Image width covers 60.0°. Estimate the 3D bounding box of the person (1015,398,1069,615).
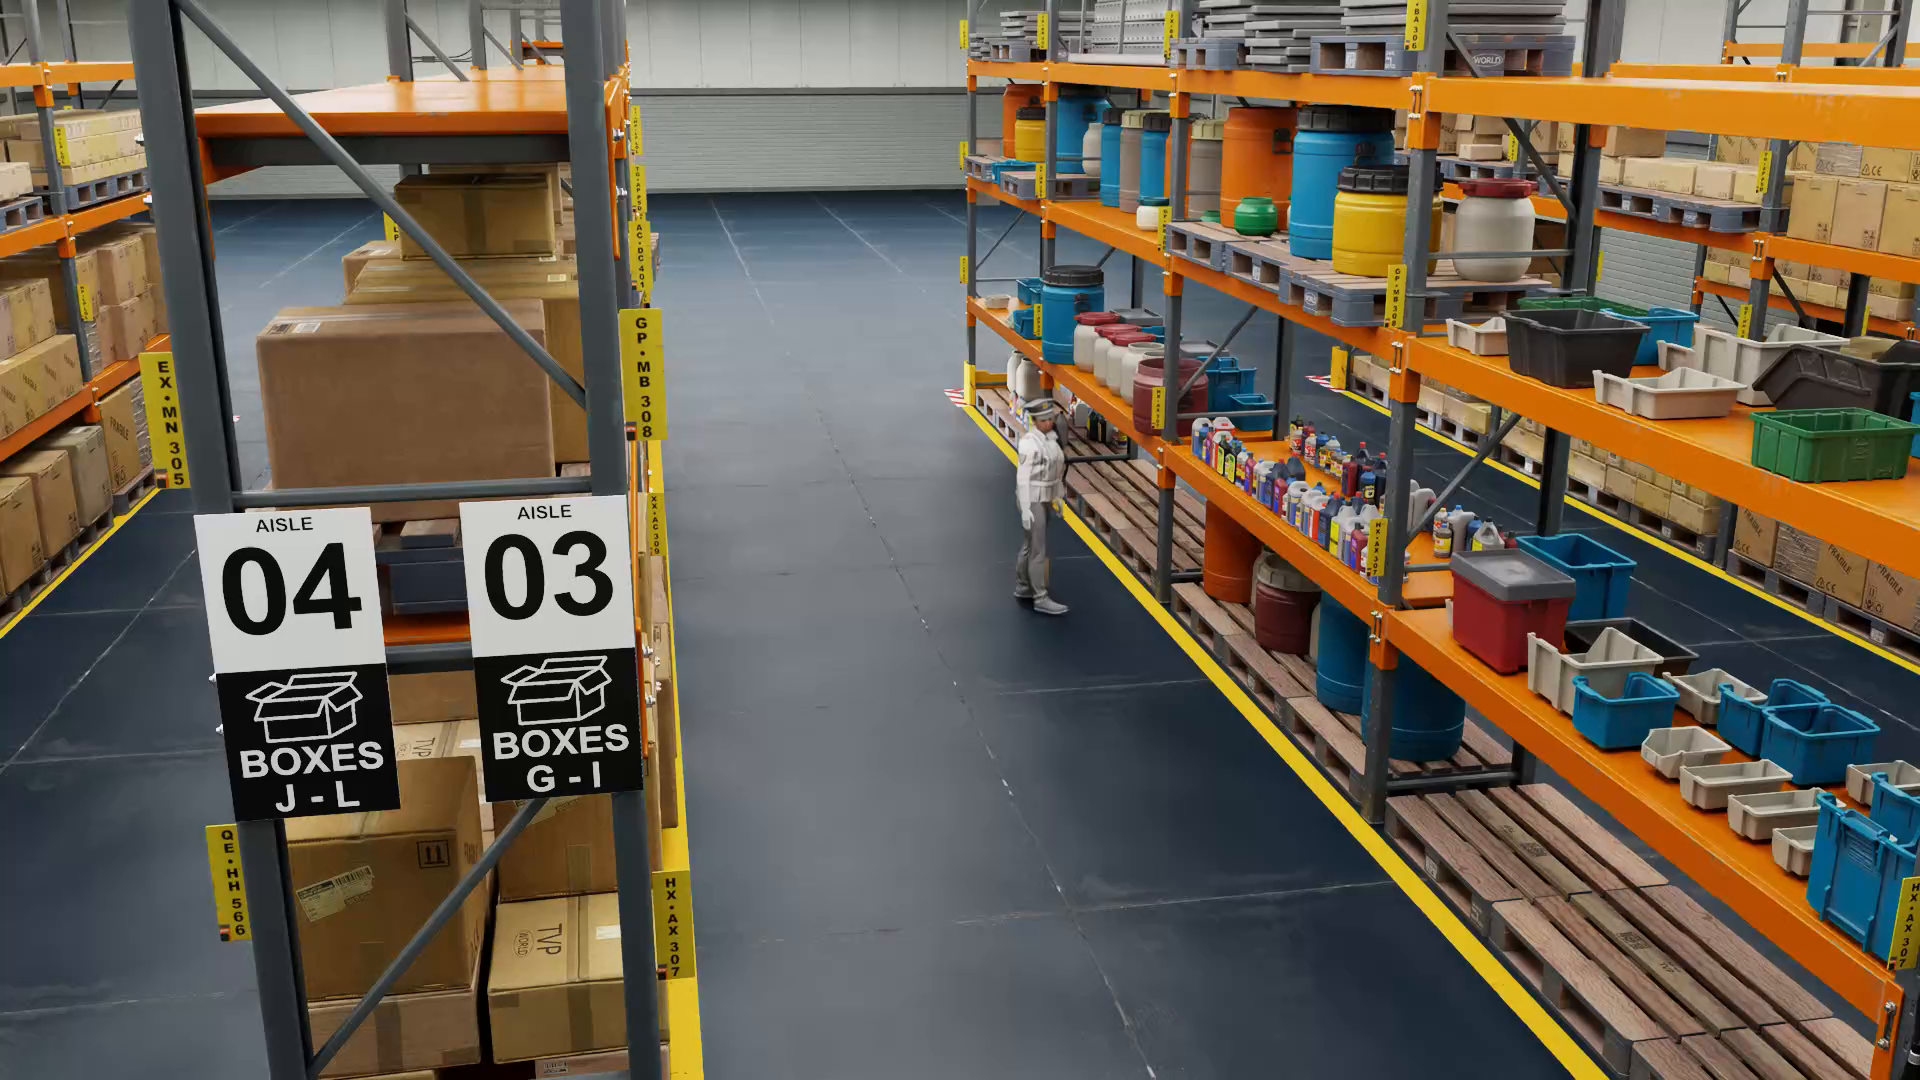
[{"bbox_3d":[0.641,-0.276,12.869,0.561,1.666,0.573,8,18,26],"label":"person"}]
